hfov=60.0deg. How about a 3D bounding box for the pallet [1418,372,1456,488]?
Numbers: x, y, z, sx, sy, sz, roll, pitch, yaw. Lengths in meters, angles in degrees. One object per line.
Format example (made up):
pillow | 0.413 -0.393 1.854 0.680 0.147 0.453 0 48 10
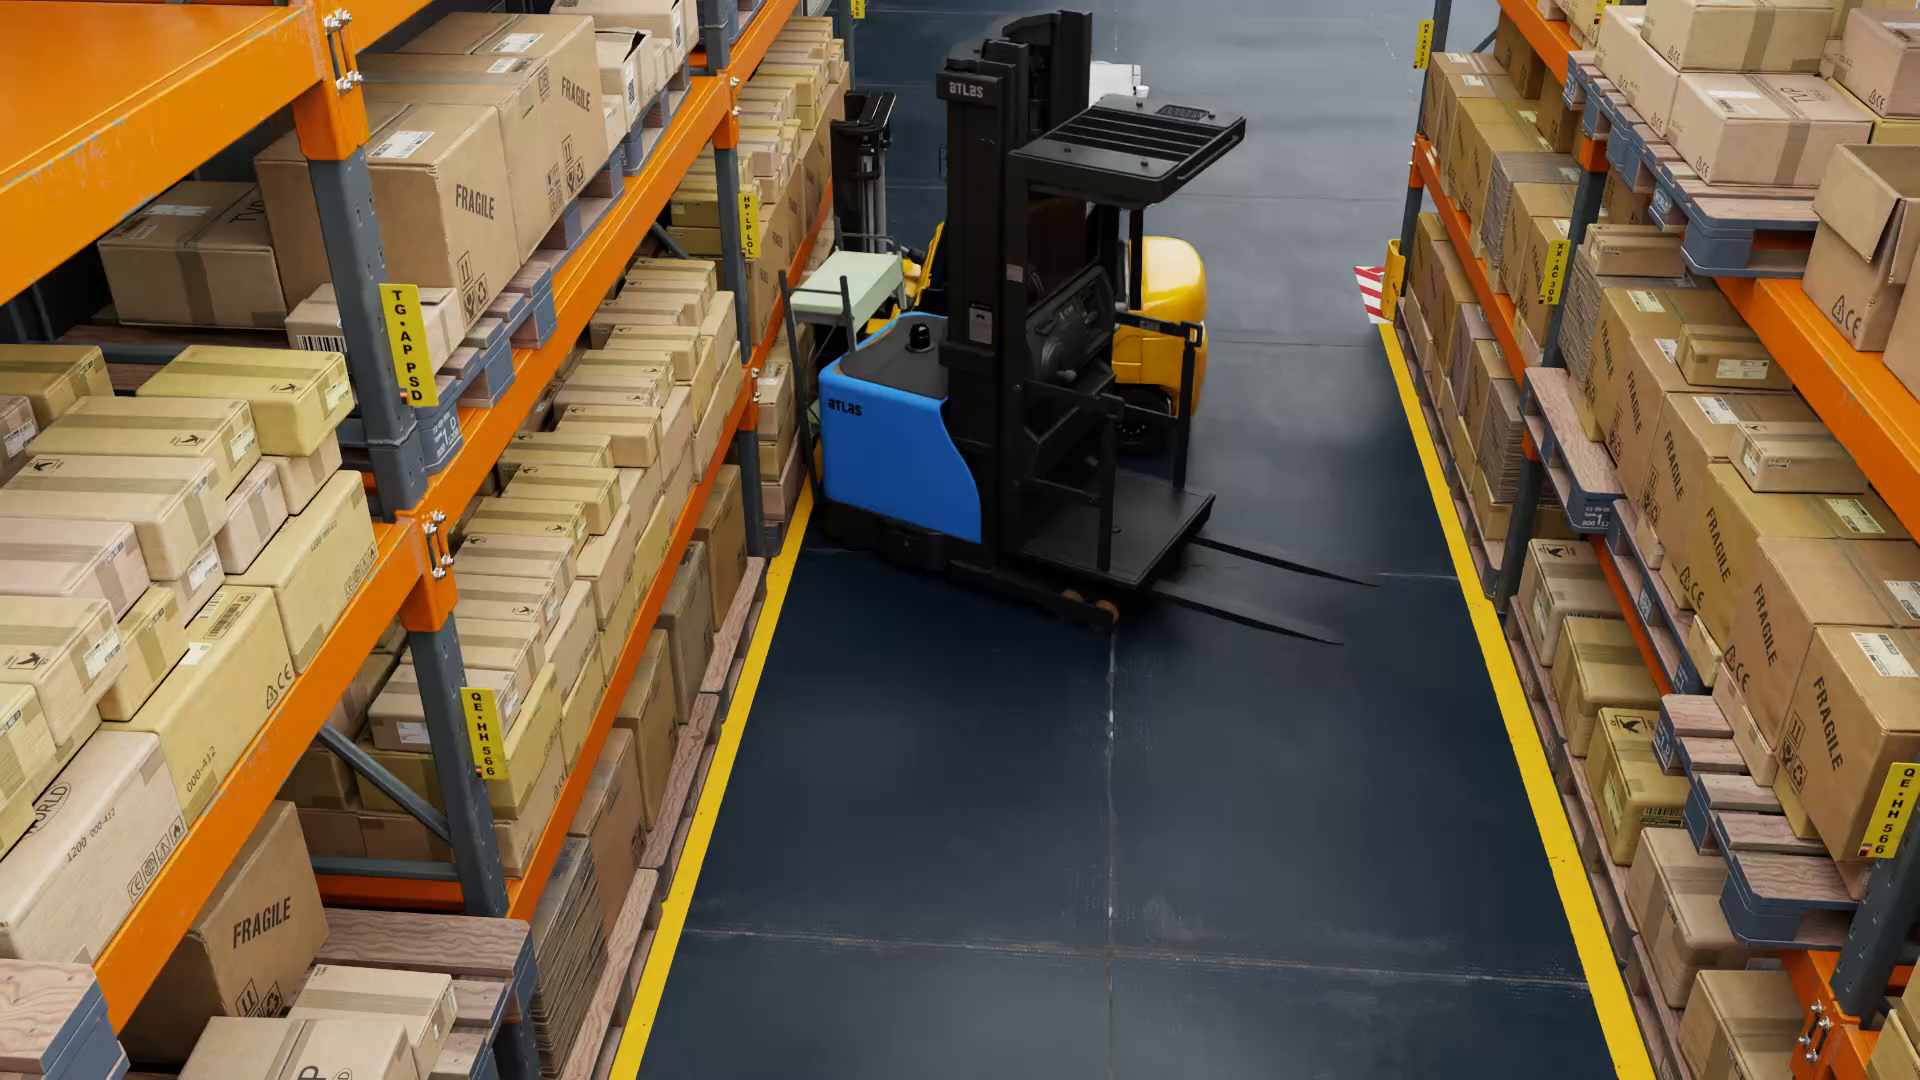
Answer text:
pallet | 3.490 -0.691 10.451 1.003 0.211 1.213 2 32 4

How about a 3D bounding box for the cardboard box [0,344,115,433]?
cardboard box | -2.205 -0.333 3.832 0.380 0.149 0.250 1 32 2

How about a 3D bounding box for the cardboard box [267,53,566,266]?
cardboard box | -1.656 -1.182 5.139 0.700 0.500 0.500 2 32 3

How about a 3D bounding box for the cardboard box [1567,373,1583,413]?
cardboard box | 3.014 -0.682 7.617 0.380 0.149 0.250 3 32 5

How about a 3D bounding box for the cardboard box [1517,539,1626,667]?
cardboard box | 3.334 0.328 8.243 0.950 0.372 0.625 3 32 5

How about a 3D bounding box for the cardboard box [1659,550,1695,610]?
cardboard box | 2.887 0.139 6.285 0.380 0.149 0.250 1 32 2

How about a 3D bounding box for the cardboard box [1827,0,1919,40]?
cardboard box | 3.454 -2.182 6.619 0.500 0.250 0.500 3 32 5

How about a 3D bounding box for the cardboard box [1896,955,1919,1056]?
cardboard box | 2.761 1.311 4.210 0.500 0.250 0.500 2 32 4

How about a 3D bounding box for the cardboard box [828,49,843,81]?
cardboard box | -0.988 -3.178 11.115 0.380 0.149 0.250 3 32 5

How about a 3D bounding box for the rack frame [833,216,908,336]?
rack frame | -0.483 -1.220 9.954 0.400 1.500 0.023 8 36 19

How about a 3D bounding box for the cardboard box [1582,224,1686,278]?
cardboard box | 2.983 -1.279 7.349 0.380 0.149 0.250 2 32 4

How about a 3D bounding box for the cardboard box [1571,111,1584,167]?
cardboard box | 3.757 -2.229 8.956 0.700 0.500 0.500 2 32 3

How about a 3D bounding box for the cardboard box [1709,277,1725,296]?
cardboard box | 3.565 -0.982 7.486 0.500 0.500 0.500 2 32 3

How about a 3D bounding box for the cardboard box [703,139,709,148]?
cardboard box | -1.679 -2.400 9.851 0.380 0.149 0.250 1 32 2

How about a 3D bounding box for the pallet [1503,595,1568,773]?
pallet | 3.312 0.708 8.180 1.003 0.211 1.213 2 32 4

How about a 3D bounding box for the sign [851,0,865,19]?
sign | -0.708 -3.751 11.428 0.100 0.325 0.005 2 32 4

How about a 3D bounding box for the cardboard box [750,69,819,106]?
cardboard box | -1.071 -2.765 10.161 0.380 0.149 0.250 3 32 5

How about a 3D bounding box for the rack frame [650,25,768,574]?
rack frame | -1.574 -1.096 8.450 1.000 3.000 0.127 2 32 4

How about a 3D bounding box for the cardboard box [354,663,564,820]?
cardboard box | -1.595 0.626 5.322 0.500 0.250 0.500 2 32 4

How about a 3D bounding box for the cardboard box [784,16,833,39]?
cardboard box | -1.067 -3.437 11.251 0.380 0.149 0.250 3 32 4

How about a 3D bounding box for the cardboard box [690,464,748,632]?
cardboard box | -1.605 0.010 8.519 0.875 0.625 0.625 4 32 6

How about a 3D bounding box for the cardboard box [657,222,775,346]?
cardboard box | -1.277 -1.359 8.782 0.500 0.500 0.500 2 32 3

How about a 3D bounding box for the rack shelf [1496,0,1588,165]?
rack shelf | 3.537 -2.902 9.207 1.077 0.370 4.000 2 32 4

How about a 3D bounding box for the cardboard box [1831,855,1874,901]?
cardboard box | 2.840 0.952 4.965 0.380 0.149 0.250 4 32 6

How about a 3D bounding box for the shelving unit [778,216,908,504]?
shelving unit | -0.611 -1.020 9.676 0.431 1.500 0.755 8 36 19

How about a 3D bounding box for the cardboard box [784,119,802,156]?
cardboard box | -1.140 -2.378 9.816 0.380 0.149 0.250 2 32 3

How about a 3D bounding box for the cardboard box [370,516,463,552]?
cardboard box | -2.034 -0.041 6.024 0.380 0.149 0.250 2 32 4

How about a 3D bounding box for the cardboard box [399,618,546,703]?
cardboard box | -1.559 0.383 5.336 0.380 0.149 0.250 3 32 5

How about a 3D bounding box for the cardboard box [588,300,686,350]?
cardboard box | -1.456 -0.965 7.524 0.380 0.149 0.250 2 32 4

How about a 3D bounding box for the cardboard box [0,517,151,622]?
cardboard box | -1.793 0.084 3.155 0.380 0.149 0.250 2 32 3

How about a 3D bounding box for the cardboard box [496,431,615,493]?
cardboard box | -1.560 -0.293 6.432 0.380 0.149 0.250 2 32 4

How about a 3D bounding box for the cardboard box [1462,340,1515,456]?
cardboard box | 3.194 -0.800 9.475 0.500 0.500 0.500 3 32 5

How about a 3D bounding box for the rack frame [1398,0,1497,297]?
rack frame | 3.699 -2.977 11.503 1.000 3.000 0.127 2 32 4

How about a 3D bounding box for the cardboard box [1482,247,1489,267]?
cardboard box | 3.226 -1.624 9.546 0.380 0.149 0.250 2 32 3

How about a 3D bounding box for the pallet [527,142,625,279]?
pallet | -1.845 -1.145 5.849 1.003 0.211 1.213 4 32 6

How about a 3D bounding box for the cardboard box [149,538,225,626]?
cardboard box | -1.776 0.079 3.446 0.380 0.149 0.250 3 32 5

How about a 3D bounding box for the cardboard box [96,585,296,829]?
cardboard box | -1.739 0.324 3.429 0.500 0.250 0.500 3 32 4

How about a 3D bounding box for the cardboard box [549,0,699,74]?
cardboard box | -1.390 -2.167 6.919 0.500 0.311 0.500 1 32 2

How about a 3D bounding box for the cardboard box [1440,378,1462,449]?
cardboard box | 3.233 -0.759 10.124 0.500 0.250 0.500 3 32 5

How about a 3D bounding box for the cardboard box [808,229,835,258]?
cardboard box | -1.042 -1.836 10.918 0.500 0.250 0.500 3 32 5

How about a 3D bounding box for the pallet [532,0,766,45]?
pallet | -1.530 -2.782 8.411 1.003 0.211 1.213 2 32 4

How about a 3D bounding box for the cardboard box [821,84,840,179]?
cardboard box | -1.078 -2.691 10.942 0.500 0.500 0.500 3 32 6

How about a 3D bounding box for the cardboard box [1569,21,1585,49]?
cardboard box | 3.200 -2.497 8.103 0.380 0.149 0.250 3 32 4

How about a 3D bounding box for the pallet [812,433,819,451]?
pallet | -1.371 -0.963 10.891 1.003 0.211 1.213 2 32 4

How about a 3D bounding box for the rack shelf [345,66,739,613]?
rack shelf | -1.737 -1.021 6.154 1.077 0.370 4.000 2 32 4

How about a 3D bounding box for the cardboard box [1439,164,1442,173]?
cardboard box | 3.357 -2.434 10.860 0.380 0.149 0.250 1 32 2

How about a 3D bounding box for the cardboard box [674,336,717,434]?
cardboard box | -1.394 -0.708 7.486 0.500 0.250 0.500 2 32 3

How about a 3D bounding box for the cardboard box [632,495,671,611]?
cardboard box | -1.495 0.034 6.758 0.500 0.250 0.500 3 32 6

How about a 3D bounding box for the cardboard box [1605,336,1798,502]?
cardboard box | 2.956 -0.481 6.673 0.500 0.500 0.500 2 32 4

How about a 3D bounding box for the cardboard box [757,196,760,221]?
cardboard box | -1.266 -1.706 8.725 0.380 0.149 0.250 3 32 5

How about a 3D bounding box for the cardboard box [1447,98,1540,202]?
cardboard box | 3.305 -2.373 10.144 0.500 0.500 0.500 2 32 3

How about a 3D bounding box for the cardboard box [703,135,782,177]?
cardboard box | -1.186 -2.100 9.082 0.380 0.149 0.250 3 32 5

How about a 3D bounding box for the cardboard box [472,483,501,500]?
cardboard box | -2.008 -0.192 6.649 0.500 0.250 0.500 2 32 3

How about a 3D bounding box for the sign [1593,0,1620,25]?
sign | 2.832 -2.402 7.217 0.100 0.325 0.005 2 32 4

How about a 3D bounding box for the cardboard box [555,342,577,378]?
cardboard box | -1.912 -0.837 7.316 0.380 0.149 0.250 2 32 4

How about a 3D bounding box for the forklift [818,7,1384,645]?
forklift | 0.752 -1.082 8.492 3.031 2.935 1.130 16 35 25
